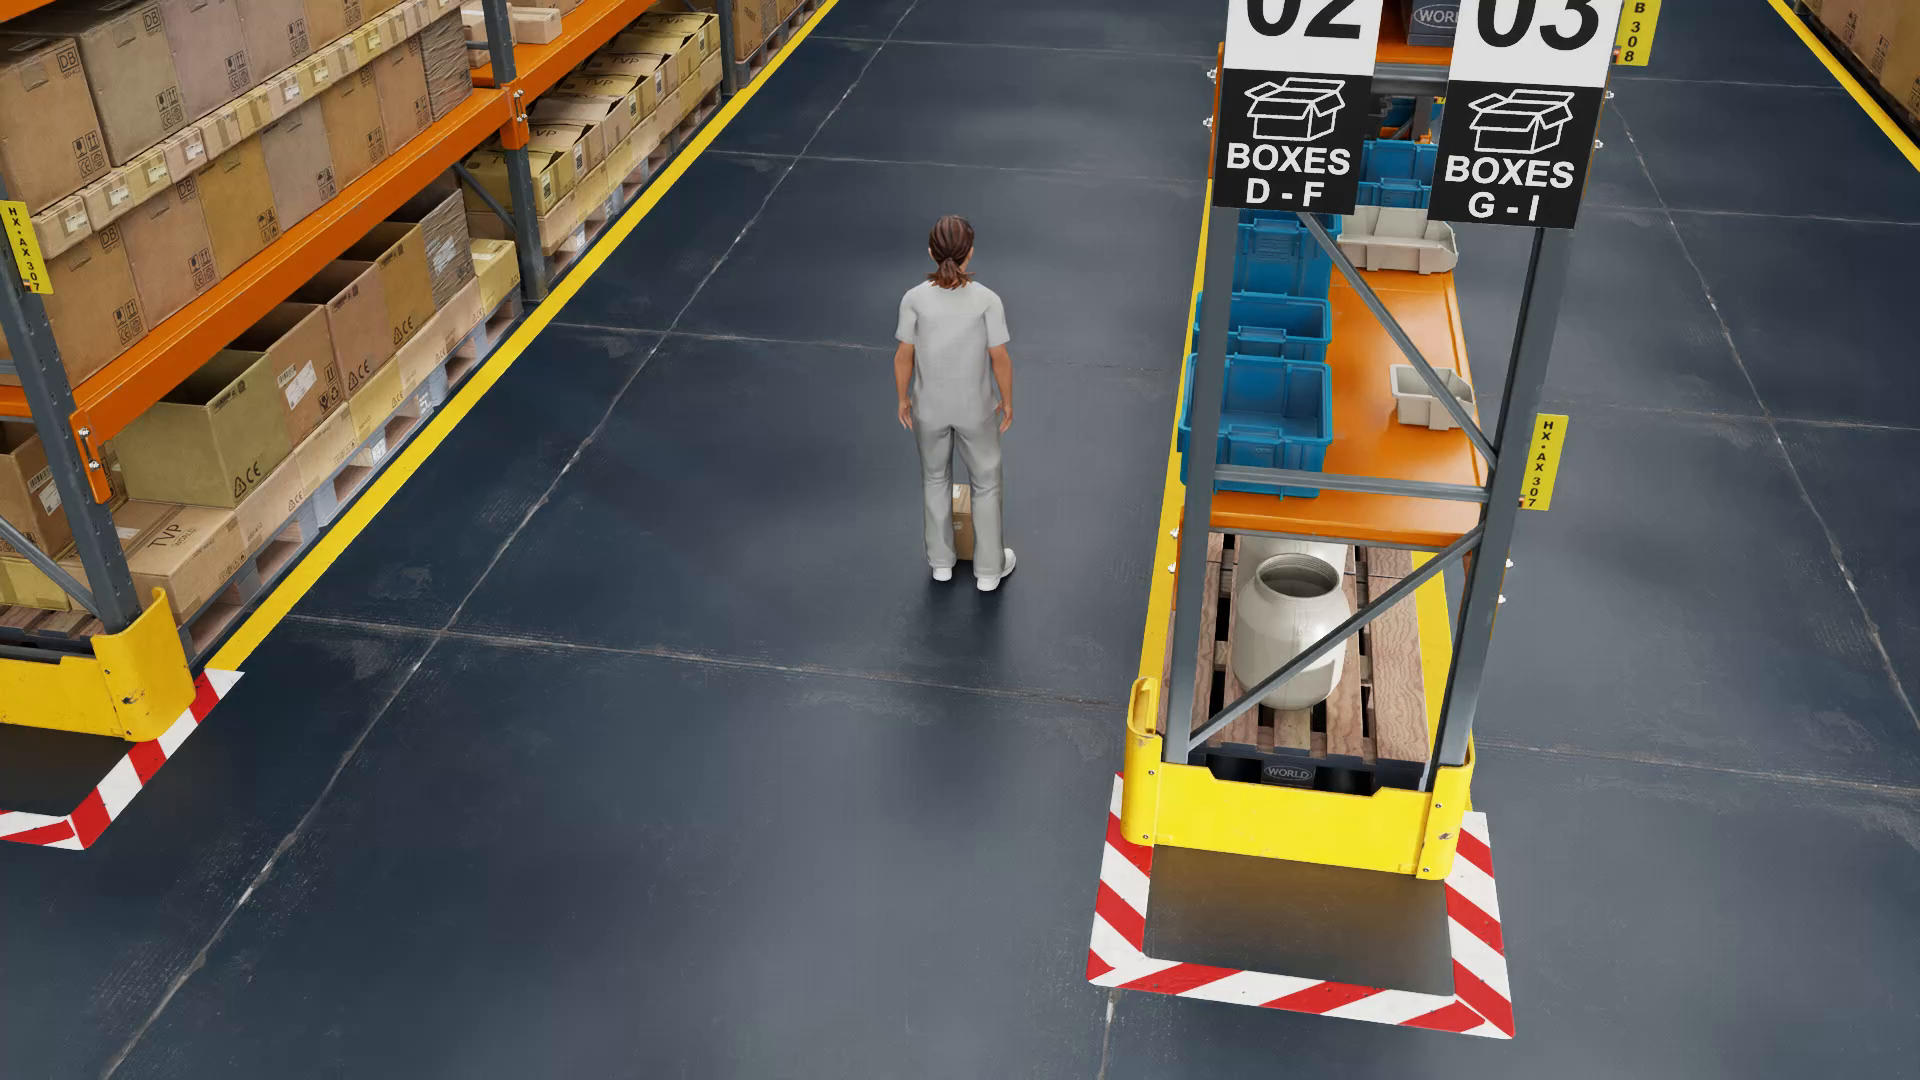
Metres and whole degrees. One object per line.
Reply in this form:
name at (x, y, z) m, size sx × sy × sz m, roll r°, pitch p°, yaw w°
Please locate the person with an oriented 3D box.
person at (-0.013, -0.566, 7.027) m, size 0.511 × 1.673 × 0.407 m, roll 4°, pitch 33°, yaw 6°
